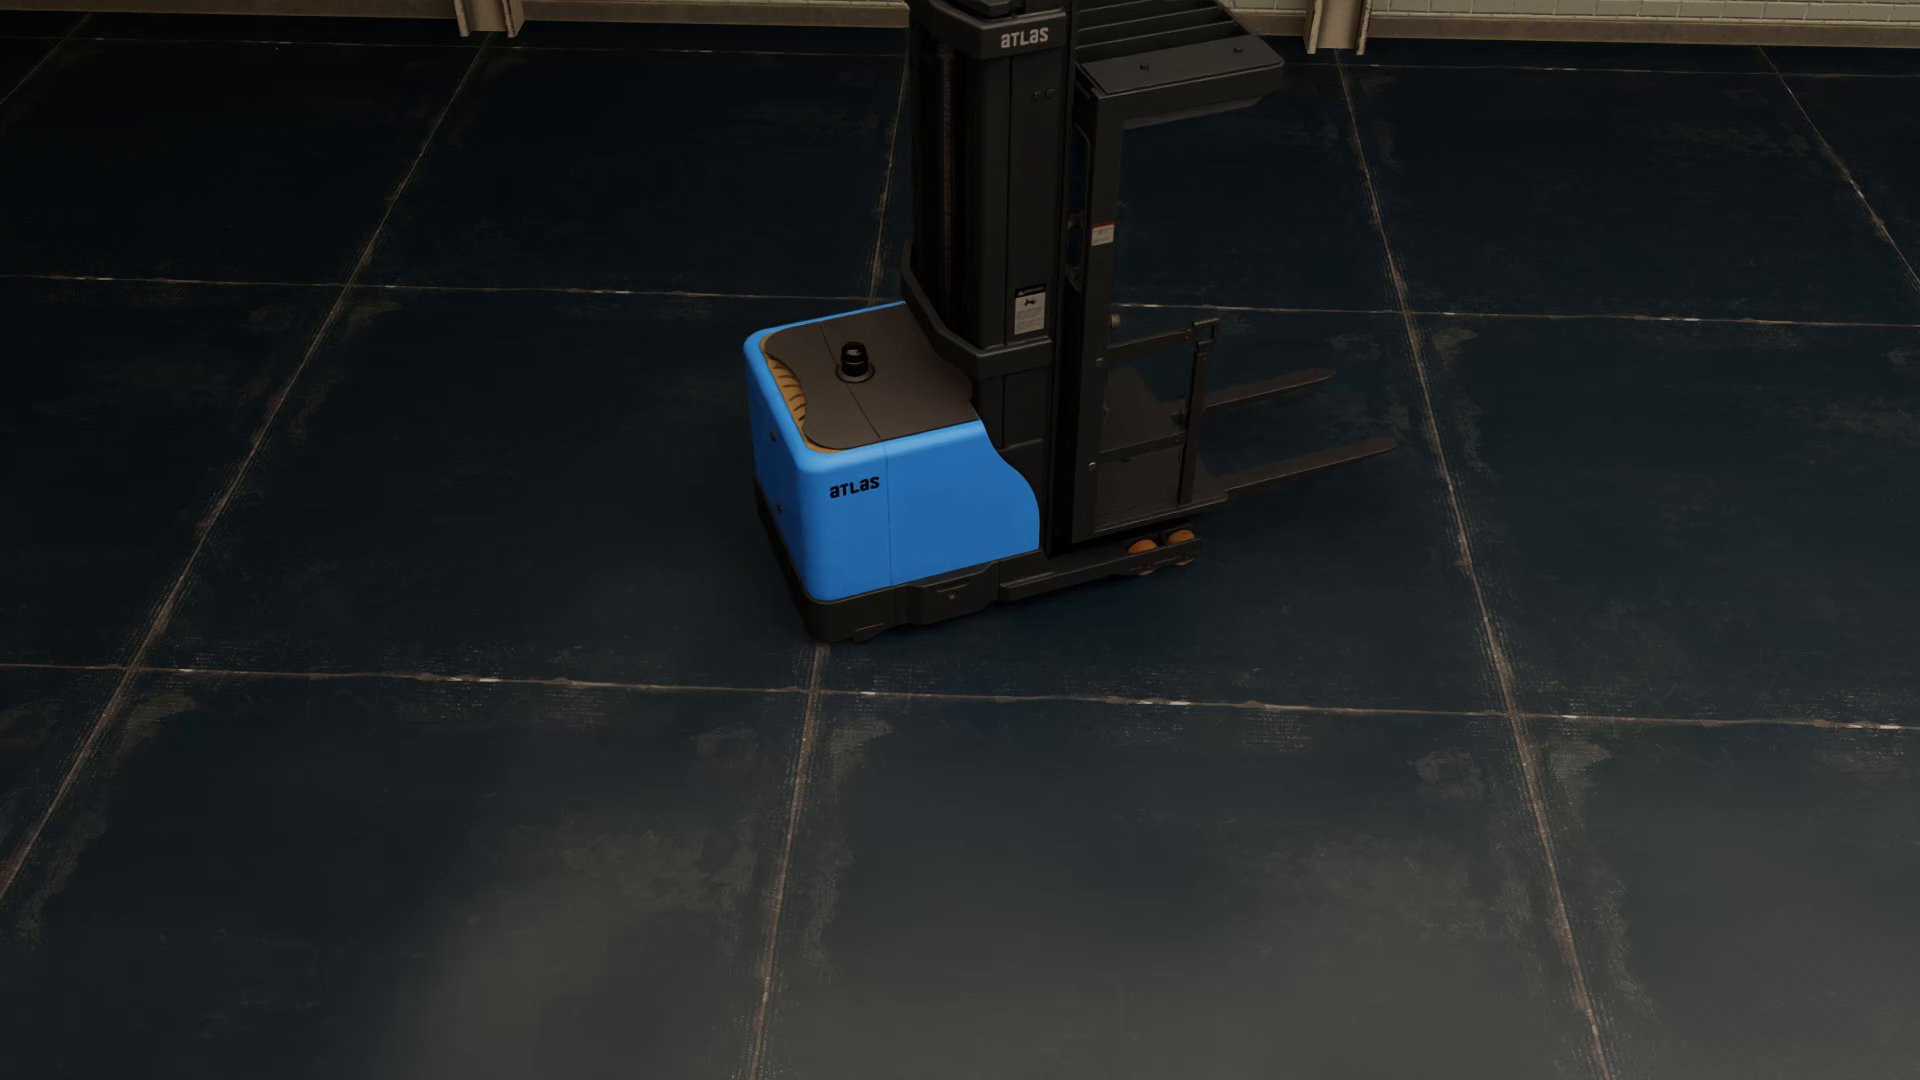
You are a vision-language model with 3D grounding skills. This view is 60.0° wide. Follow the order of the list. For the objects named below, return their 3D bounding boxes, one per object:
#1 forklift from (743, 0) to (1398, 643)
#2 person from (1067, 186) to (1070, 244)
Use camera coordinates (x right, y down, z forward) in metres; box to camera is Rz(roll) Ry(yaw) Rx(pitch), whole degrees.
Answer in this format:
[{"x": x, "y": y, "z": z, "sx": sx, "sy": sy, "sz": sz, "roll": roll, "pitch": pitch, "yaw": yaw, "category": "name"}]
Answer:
[{"x": 0.601, "y": -1.241, "z": 7.102, "sx": 3.031, "sy": 2.935, "sz": 1.130, "roll": -14, "pitch": 44, "yaw": -15, "category": "forklift"}, {"x": 0.401, "y": -2.062, "z": 9.125, "sx": 0.402, "sy": 1.451, "sz": 0.733, "roll": 12, "pitch": 44, "yaw": 12, "category": "person"}]
